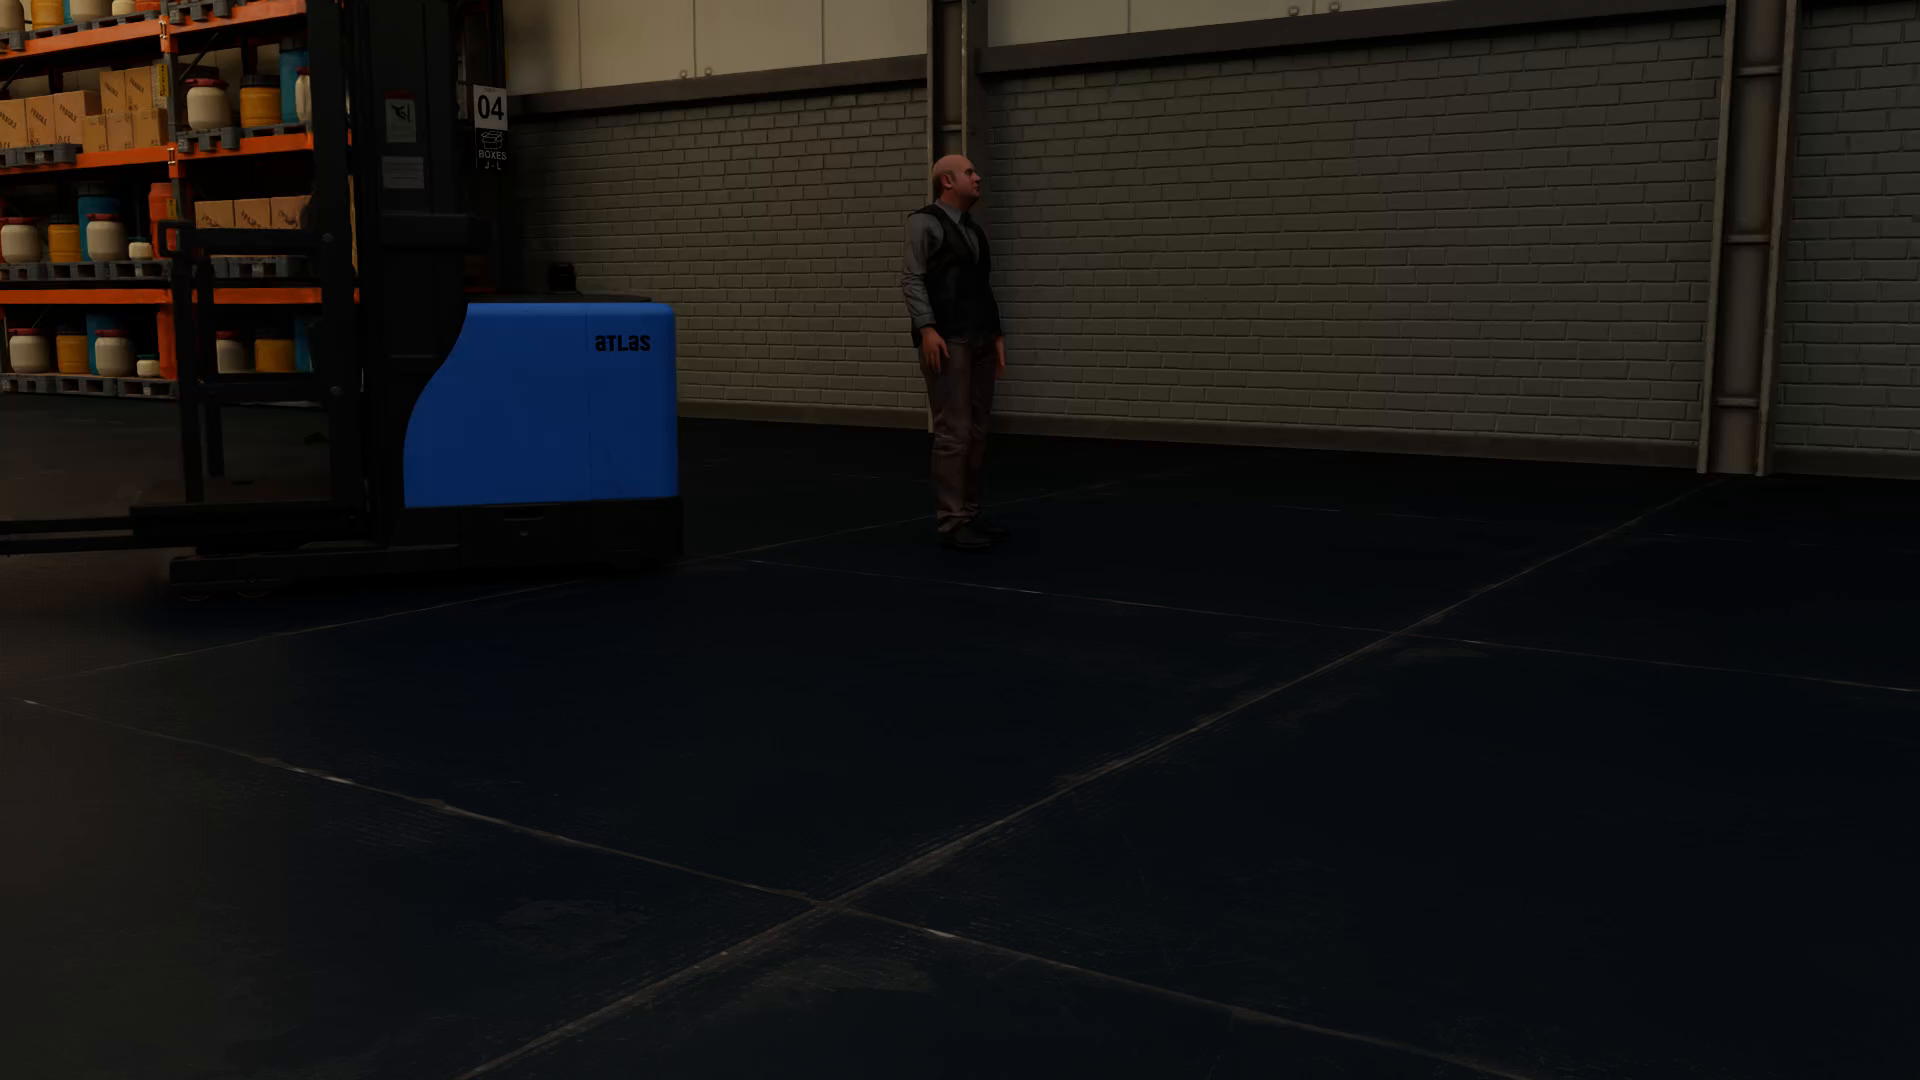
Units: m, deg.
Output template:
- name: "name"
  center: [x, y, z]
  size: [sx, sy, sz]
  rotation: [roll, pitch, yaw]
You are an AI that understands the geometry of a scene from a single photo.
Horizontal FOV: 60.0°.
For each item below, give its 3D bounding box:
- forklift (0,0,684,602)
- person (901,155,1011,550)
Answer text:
- name: "forklift"
  center: [-2.685, -1.311, 6.410]
  size: [3.031, 2.935, 1.130]
  rotation: [-3, 9, -20]
- name: "person"
  center: [0.047, -0.854, 7.441]
  size: [0.568, 1.720, 0.632]
  rotation: [5, 10, 34]
